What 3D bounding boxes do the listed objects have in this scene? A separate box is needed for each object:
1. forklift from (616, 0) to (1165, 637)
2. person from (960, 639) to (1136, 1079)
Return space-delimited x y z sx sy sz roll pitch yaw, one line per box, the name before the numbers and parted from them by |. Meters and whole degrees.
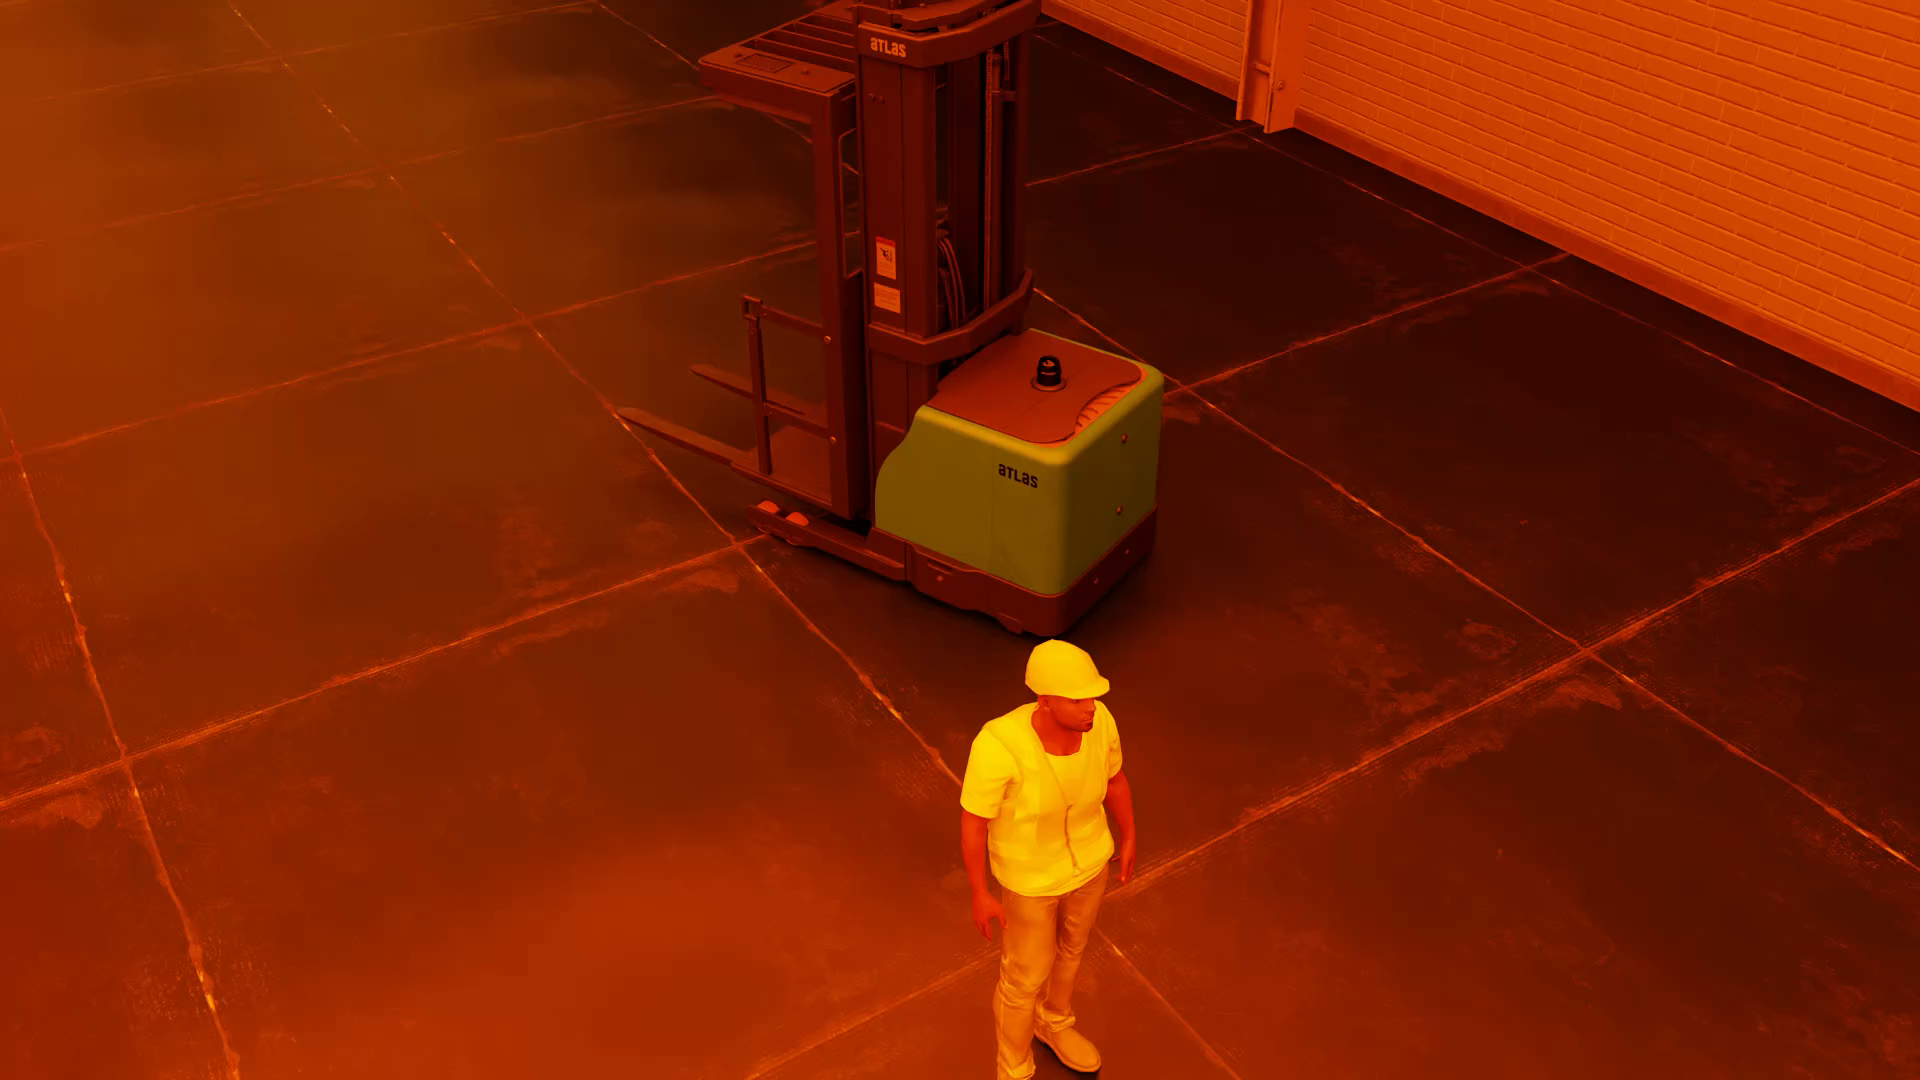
forklift | -0.500 -1.399 8.138 3.031 2.935 1.130 22 41 28
person | 0.347 1.127 5.544 0.665 1.765 0.577 -20 40 -26
